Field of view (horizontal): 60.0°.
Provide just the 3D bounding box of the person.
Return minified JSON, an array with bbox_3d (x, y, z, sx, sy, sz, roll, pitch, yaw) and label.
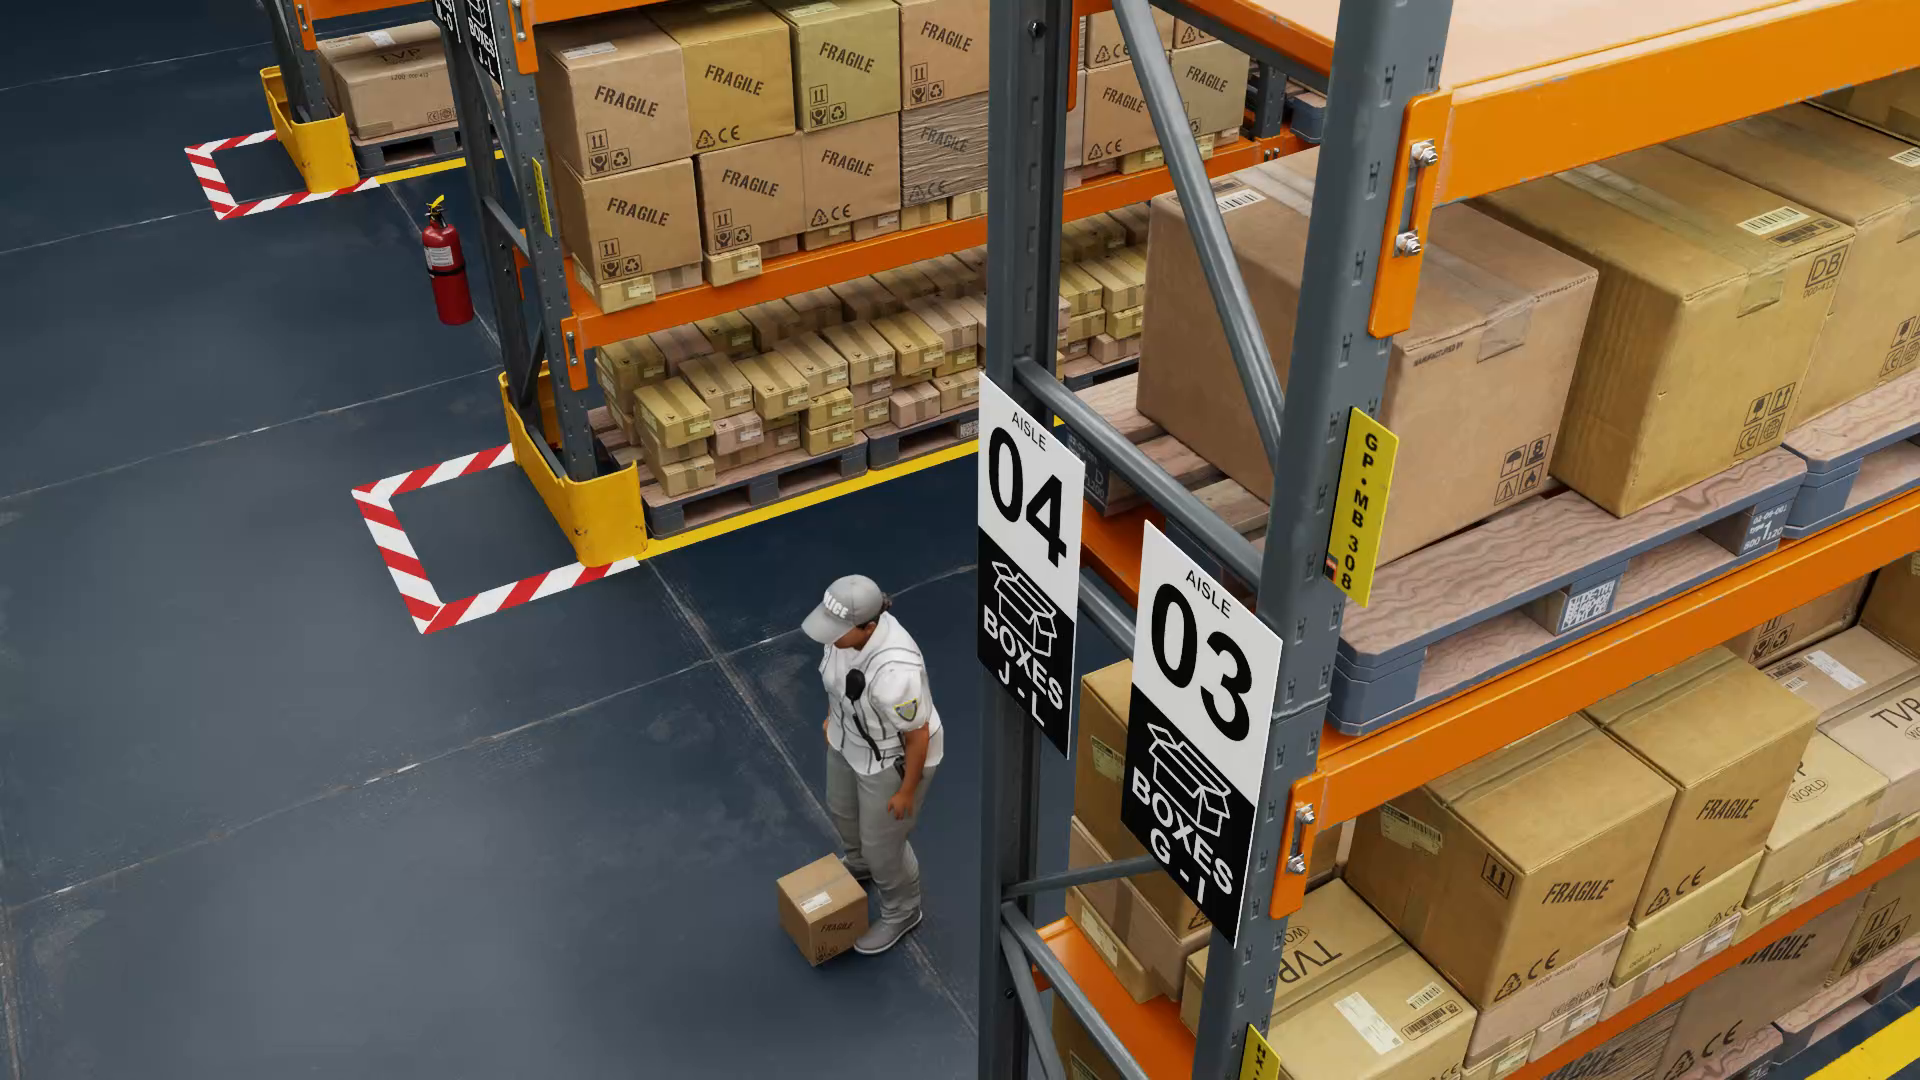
[{"bbox_3d":[-0.327,0.758,5.916,0.470,1.665,0.563,-22,42,-26],"label":"person"}]
